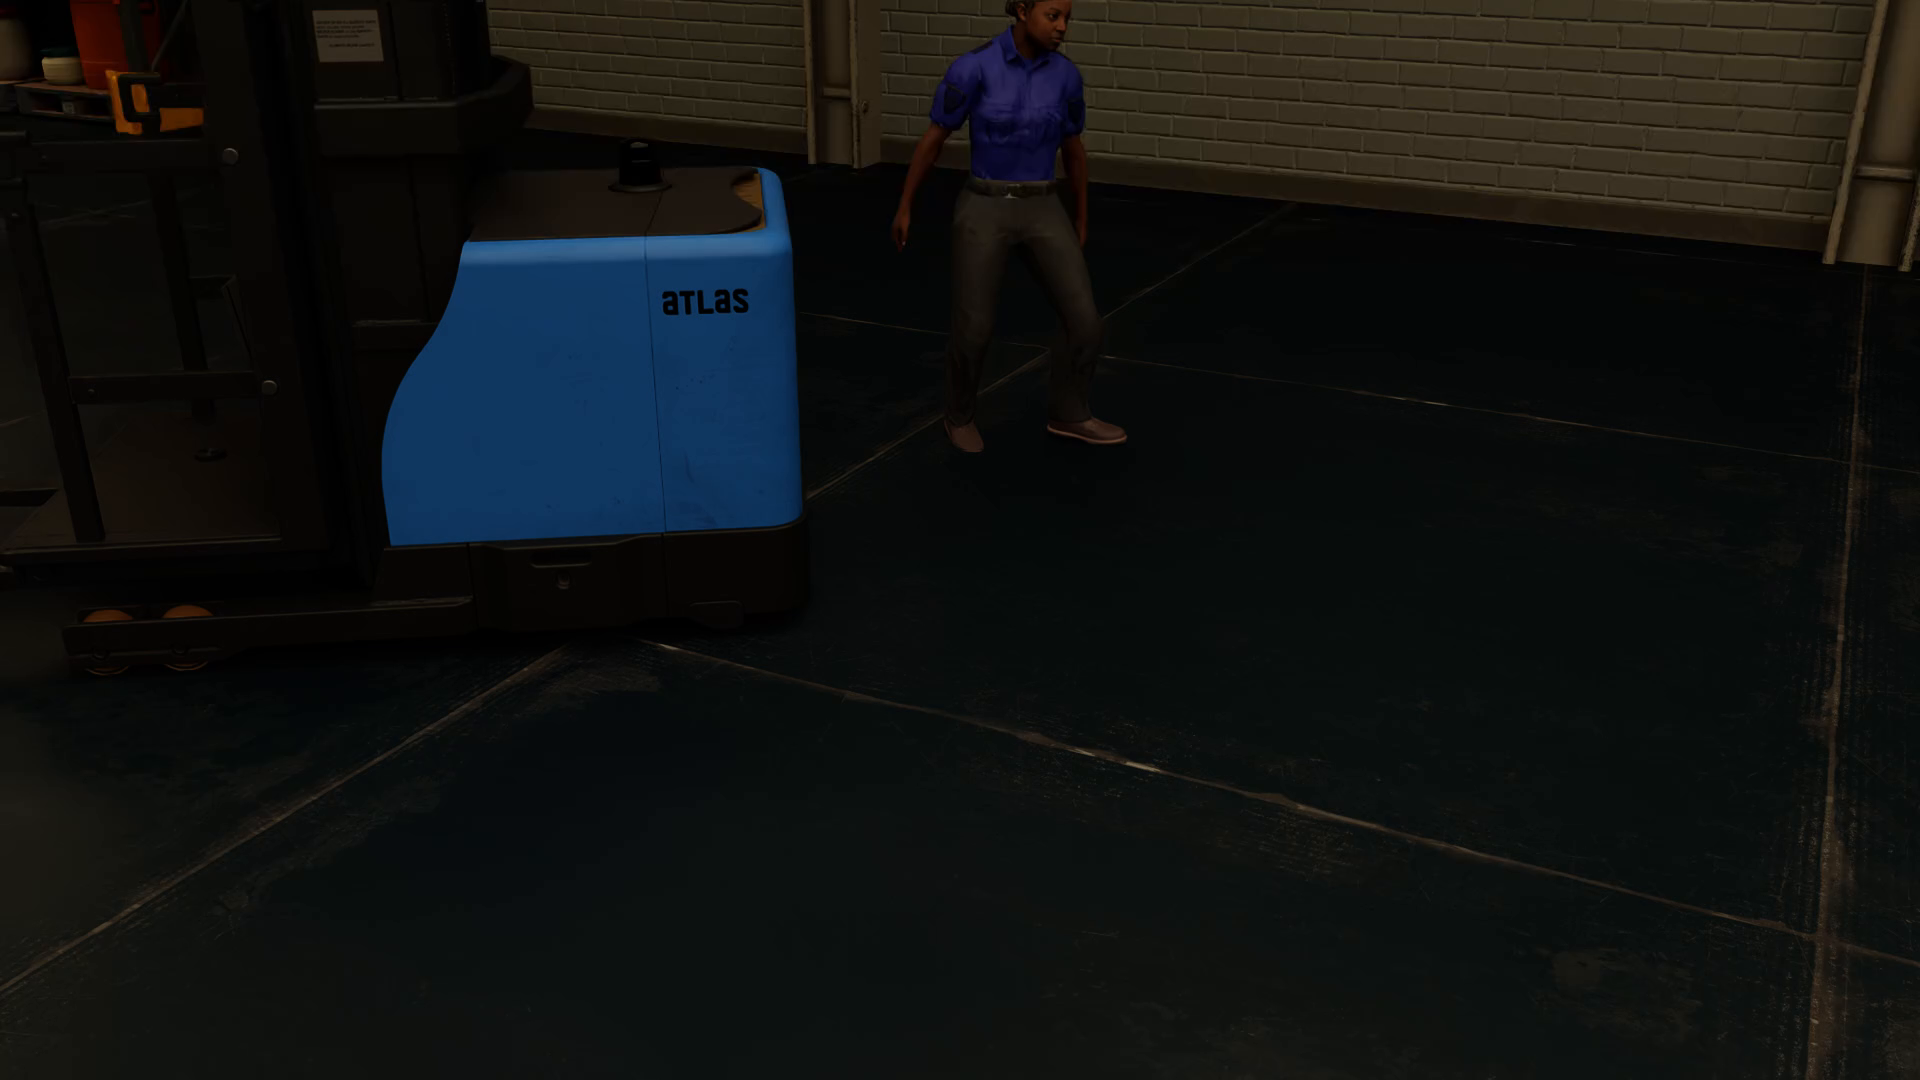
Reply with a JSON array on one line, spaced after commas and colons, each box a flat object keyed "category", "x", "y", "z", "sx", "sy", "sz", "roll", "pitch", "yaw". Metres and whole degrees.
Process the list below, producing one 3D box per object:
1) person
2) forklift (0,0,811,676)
[{"category": "person", "x": 0.174, "y": -1.066, "z": 5.576, "sx": 0.812, "sy": 1.634, "sz": 0.408, "roll": -5, "pitch": 23, "yaw": -11}, {"category": "forklift", "x": -1.964, "y": -1.222, "z": 4.192, "sx": 3.031, "sy": 2.935, "sz": 1.130, "roll": -3, "pitch": 23, "yaw": -7}]
